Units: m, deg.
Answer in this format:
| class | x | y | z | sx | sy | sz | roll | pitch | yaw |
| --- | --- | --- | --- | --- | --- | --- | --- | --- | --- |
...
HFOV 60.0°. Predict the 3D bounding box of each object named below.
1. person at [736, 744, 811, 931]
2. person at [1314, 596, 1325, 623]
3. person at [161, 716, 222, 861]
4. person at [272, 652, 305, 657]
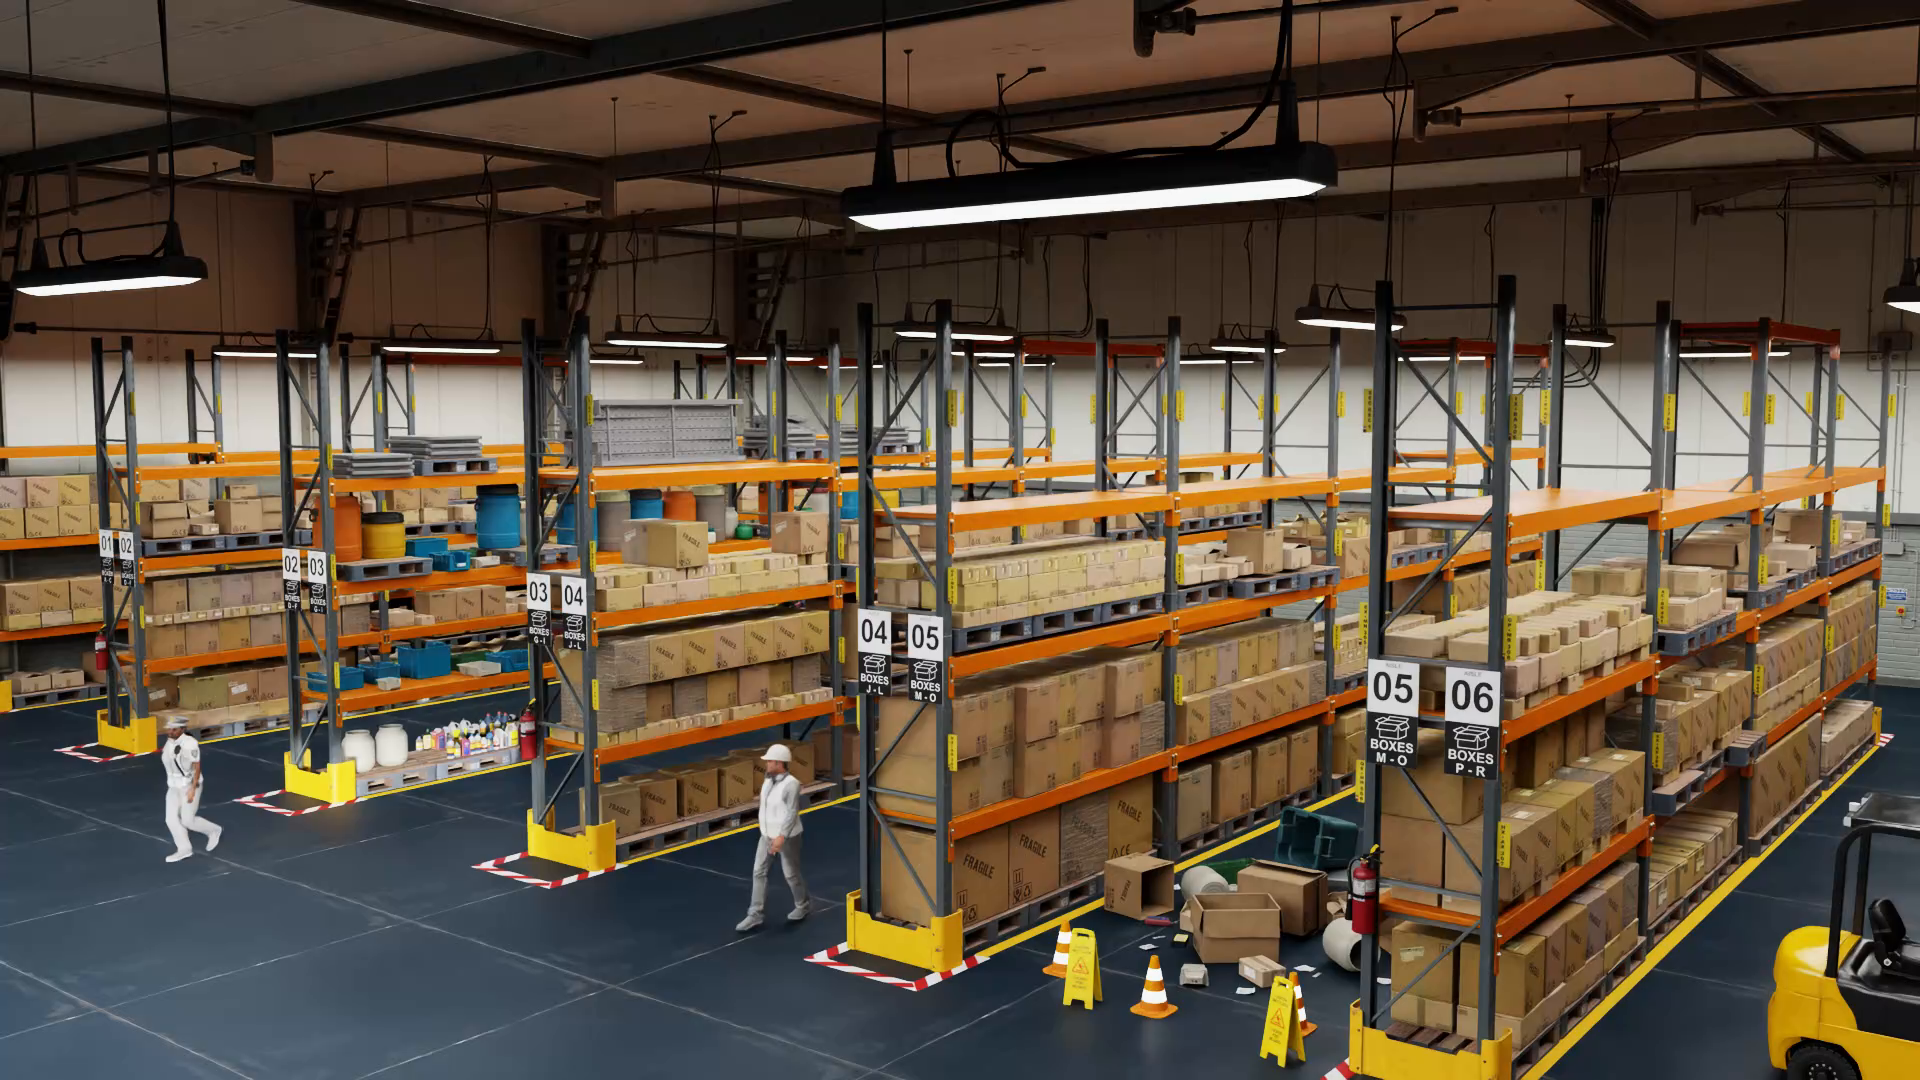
| class | x | y | z | sx | sy | sz | roll | pitch | yaw |
| --- | --- | --- | --- | --- | --- | --- | --- | --- | --- |
| person | -1.799 | 2.870 | 16.168 | 0.568 | 1.752 | 0.850 | 5 | 7 | 43 |
| person | 7.515 | 1.300 | 34.196 | 0.617 | 1.754 | 0.546 | 2 | 5 | 22 |
| person | -8.598 | 2.738 | 18.581 | 0.505 | 1.653 | 0.587 | 2 | 5 | 25 |
| person | -11.375 | 1.876 | 28.045 | 0.528 | 1.673 | 0.978 | 3 | 6 | 29 |
